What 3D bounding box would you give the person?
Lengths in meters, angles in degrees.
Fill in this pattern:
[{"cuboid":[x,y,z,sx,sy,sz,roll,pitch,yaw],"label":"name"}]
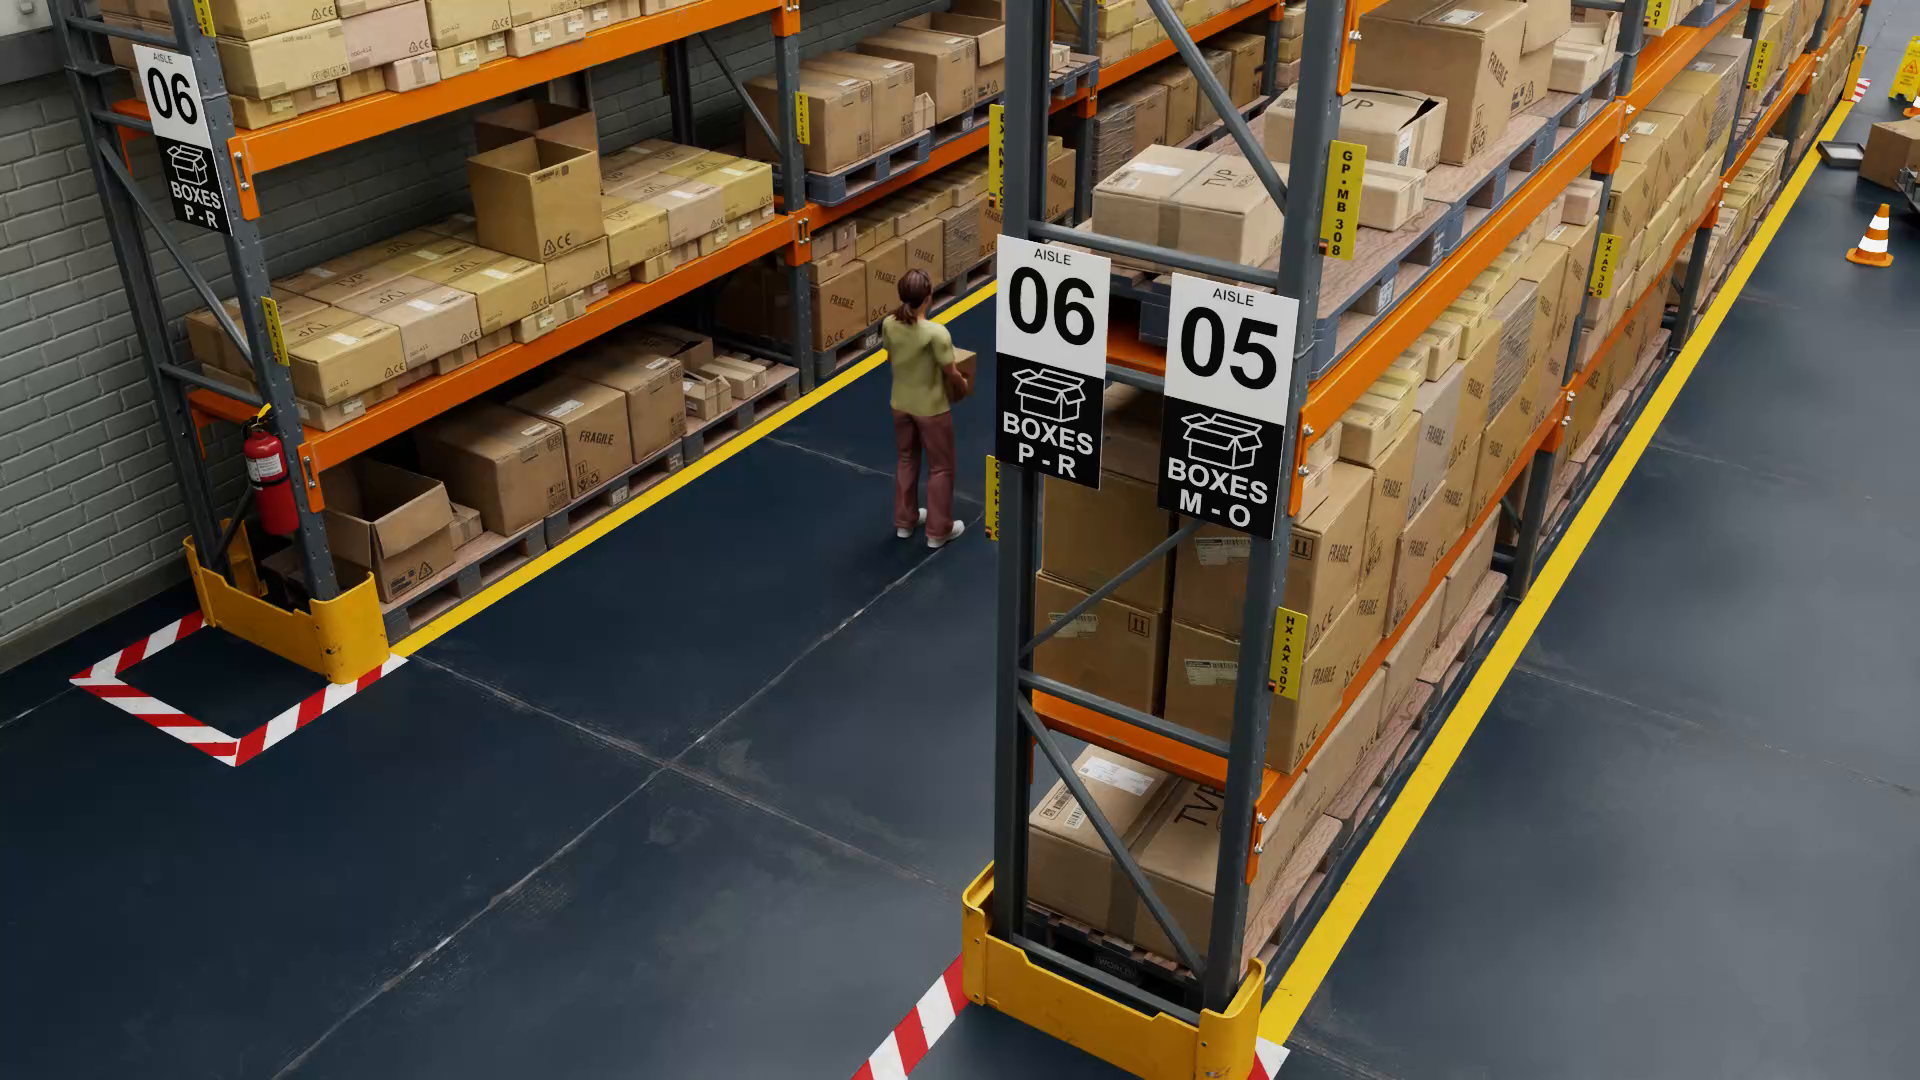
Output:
[{"cuboid":[-0.192,-0.775,9.493,0.459,1.674,0.499,17,35,27],"label":"person"}]
